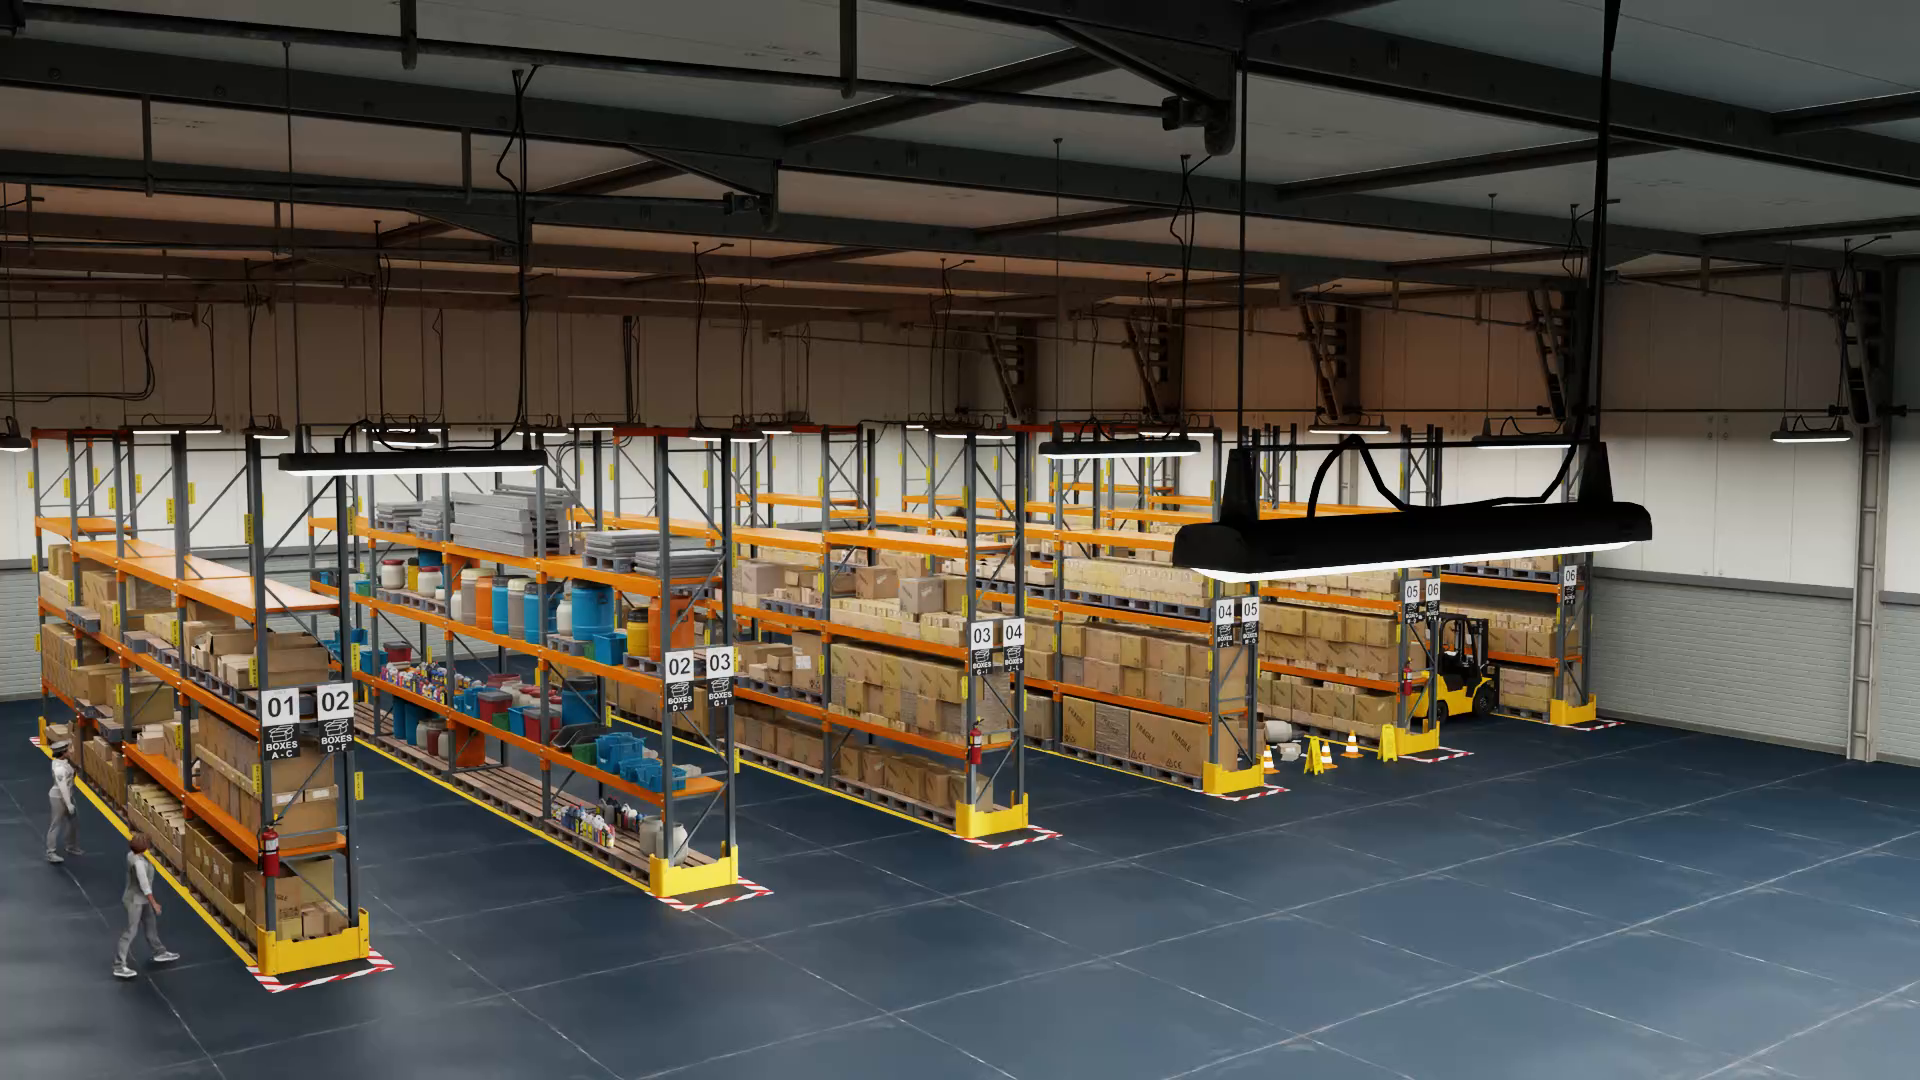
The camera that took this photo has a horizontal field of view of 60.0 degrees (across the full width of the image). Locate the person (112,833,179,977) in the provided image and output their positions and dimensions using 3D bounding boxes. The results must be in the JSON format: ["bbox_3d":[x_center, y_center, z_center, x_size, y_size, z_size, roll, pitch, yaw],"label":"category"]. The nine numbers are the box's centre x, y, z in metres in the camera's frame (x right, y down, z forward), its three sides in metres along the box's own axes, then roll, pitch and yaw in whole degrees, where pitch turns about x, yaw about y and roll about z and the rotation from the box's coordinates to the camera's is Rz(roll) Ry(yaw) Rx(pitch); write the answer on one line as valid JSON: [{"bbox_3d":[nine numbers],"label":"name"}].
[{"bbox_3d":[-9.202,4.059,18.739,0.655,1.575,0.571,-2,5,-22],"label":"person"}]

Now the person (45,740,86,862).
[{"bbox_3d":[-12.643,3.669,23.424,0.419,1.717,0.609,-1,5,-15],"label":"person"}]
